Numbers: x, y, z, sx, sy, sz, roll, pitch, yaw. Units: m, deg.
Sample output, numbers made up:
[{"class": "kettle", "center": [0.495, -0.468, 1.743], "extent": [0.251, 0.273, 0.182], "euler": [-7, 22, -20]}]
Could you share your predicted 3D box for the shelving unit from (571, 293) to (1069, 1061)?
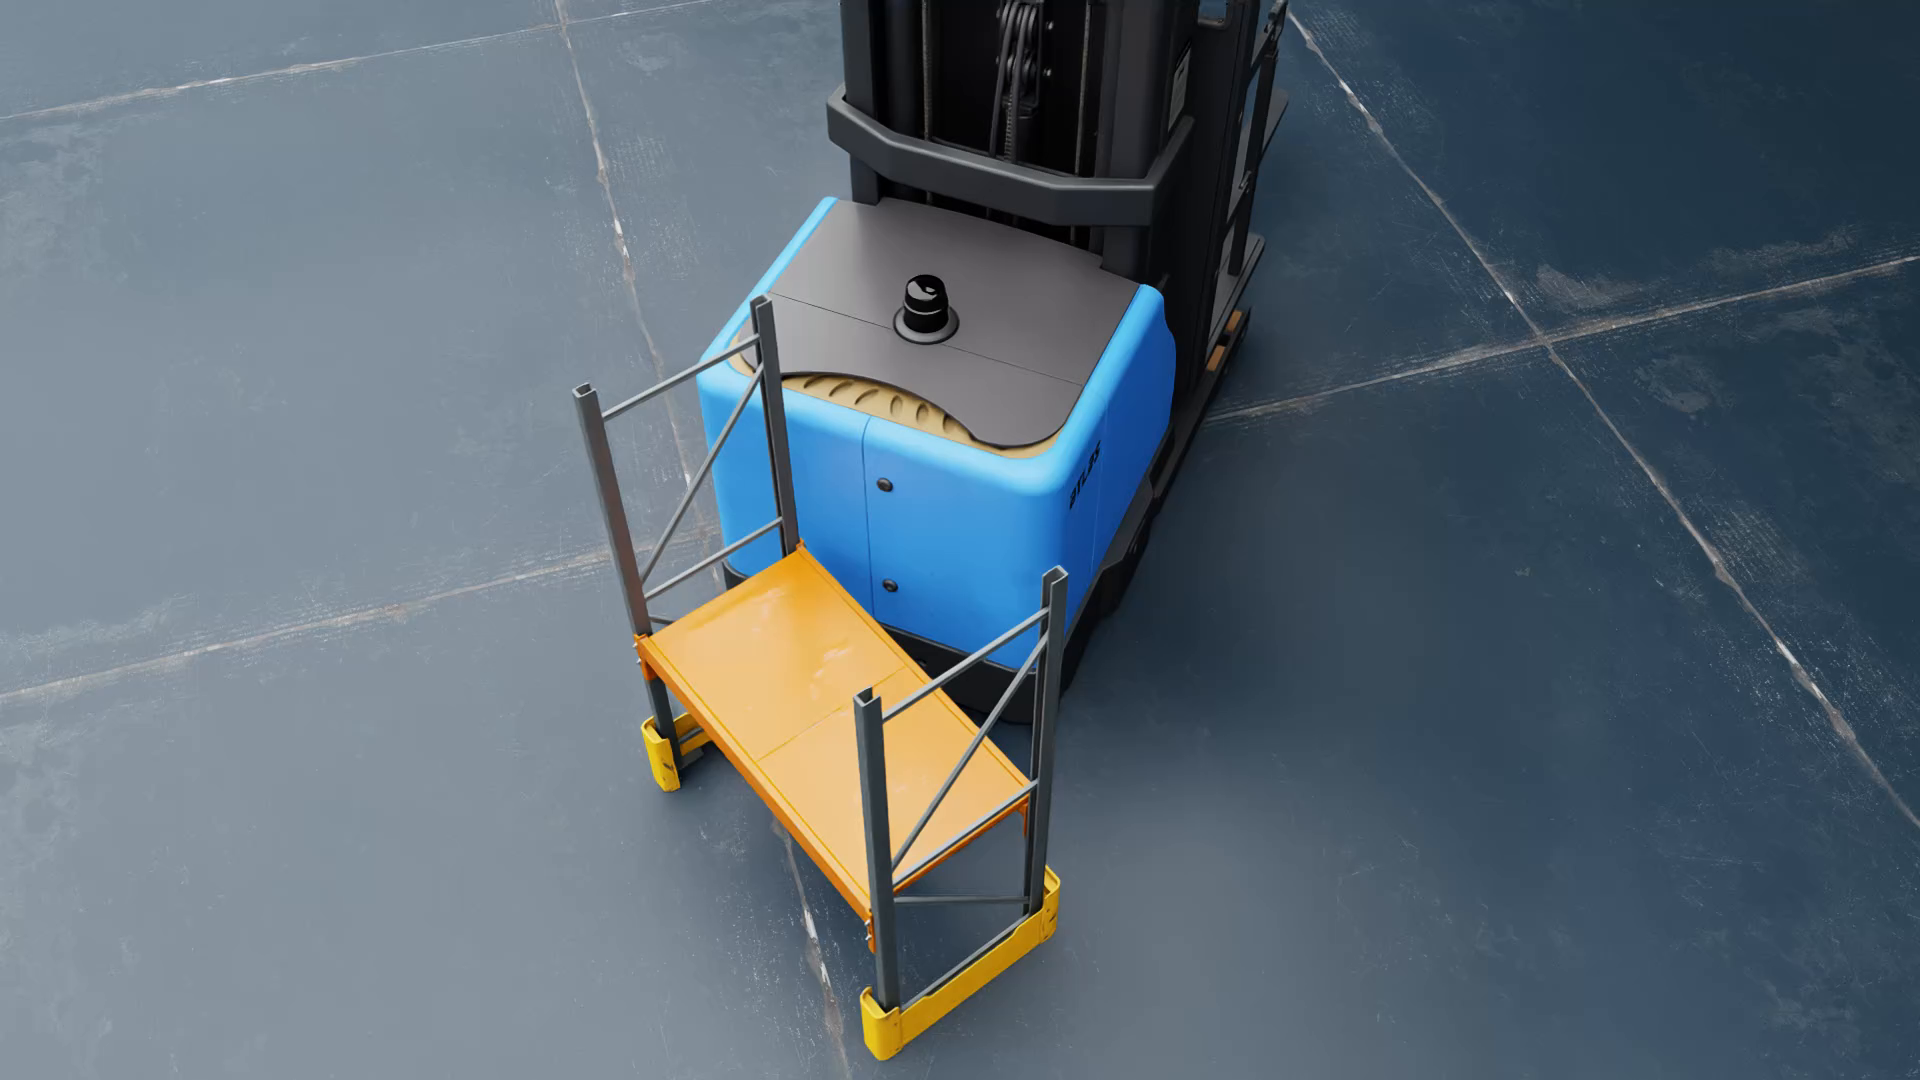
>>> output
[{"class": "shelving unit", "center": [-0.304, 0.362, 3.964], "extent": [0.587, 1.500, 1.083], "euler": [-31, 57, -24]}]

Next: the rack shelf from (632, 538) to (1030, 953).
[{"class": "rack shelf", "center": [-0.310, 0.472, 4.106], "extent": [0.538, 0.185, 1.000], "euler": [-31, 57, -24]}]

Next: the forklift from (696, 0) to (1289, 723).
[{"class": "forklift", "center": [0.357, -1.574, 4.660], "extent": [1.130, 2.935, 3.031], "euler": [18, 52, 15]}]

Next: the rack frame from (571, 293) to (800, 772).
[{"class": "rack frame", "center": [-0.627, 0.053, 4.225], "extent": [0.500, 1.500, 0.032], "euler": [-31, 57, -24]}]

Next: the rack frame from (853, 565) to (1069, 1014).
[{"class": "rack frame", "center": [0.007, 0.660, 3.713], "extent": [0.500, 1.500, 0.032], "euler": [-31, 57, -24]}]

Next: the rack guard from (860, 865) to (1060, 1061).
[{"class": "rack guard", "center": [0.007, 1.062, 4.191], "extent": [0.587, 0.250, 0.087], "euler": [-31, 57, -24]}]

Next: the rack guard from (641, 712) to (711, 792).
[{"class": "rack guard", "center": [-0.615, 0.467, 4.693], "extent": [0.587, 0.250, 0.087], "euler": [-31, 57, -24]}]
